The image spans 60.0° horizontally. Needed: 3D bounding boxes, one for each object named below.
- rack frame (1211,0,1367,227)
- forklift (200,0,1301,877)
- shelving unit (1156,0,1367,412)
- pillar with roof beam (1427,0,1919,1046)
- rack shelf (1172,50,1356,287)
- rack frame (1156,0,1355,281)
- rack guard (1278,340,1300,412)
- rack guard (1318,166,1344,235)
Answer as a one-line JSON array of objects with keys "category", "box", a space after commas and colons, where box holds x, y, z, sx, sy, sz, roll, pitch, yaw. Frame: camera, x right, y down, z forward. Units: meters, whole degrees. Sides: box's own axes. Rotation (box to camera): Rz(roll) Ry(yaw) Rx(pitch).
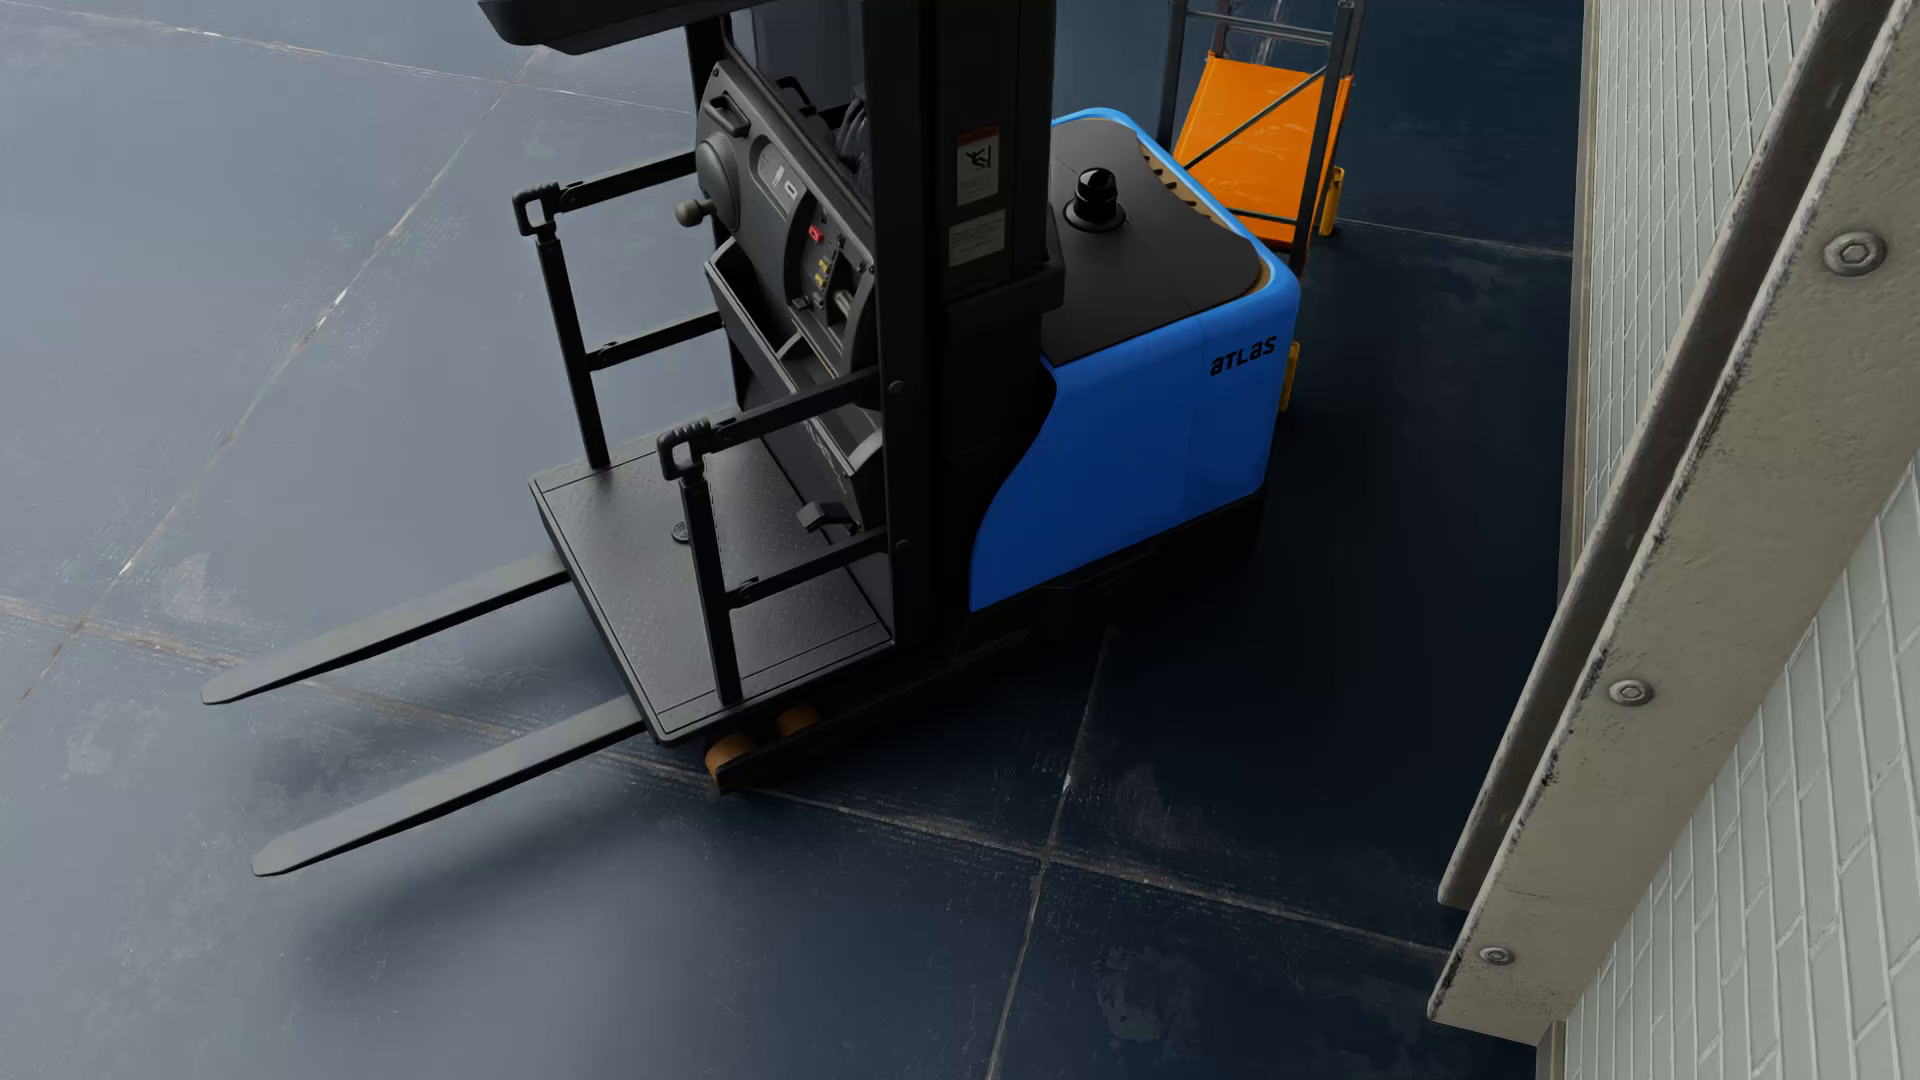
[{"category": "rack frame", "box": [1.132, -1.747, 5.790, 0.500, 1.500, 0.032, 13, 50, 11]}, {"category": "forklift", "box": [-0.610, -0.733, 3.942, 3.031, 2.935, 1.130, -22, 52, -18]}, {"category": "shelving unit", "box": [0.981, -1.376, 5.463, 0.587, 1.500, 1.083, 13, 50, 11]}, {"category": "pillar with roof beam", "box": [-2.777, -2.734, 1.661, 9.100, 9.000, 0.400, 12, 50, 10]}, {"category": "rack shelf", "box": [0.983, -1.264, 5.604, 0.538, 0.185, 1.000, 13, 50, 11]}, {"category": "rack frame", "box": [0.835, -1.018, 5.147, 0.500, 1.500, 0.032, 13, 50, 11]}, {"category": "rack guard", "box": [0.834, -0.606, 5.617, 0.587, 0.250, 0.087, 13, 50, 11]}, {"category": "rack guard", "box": [1.125, -1.320, 6.247, 0.587, 0.250, 0.087, 13, 50, 11]}]
